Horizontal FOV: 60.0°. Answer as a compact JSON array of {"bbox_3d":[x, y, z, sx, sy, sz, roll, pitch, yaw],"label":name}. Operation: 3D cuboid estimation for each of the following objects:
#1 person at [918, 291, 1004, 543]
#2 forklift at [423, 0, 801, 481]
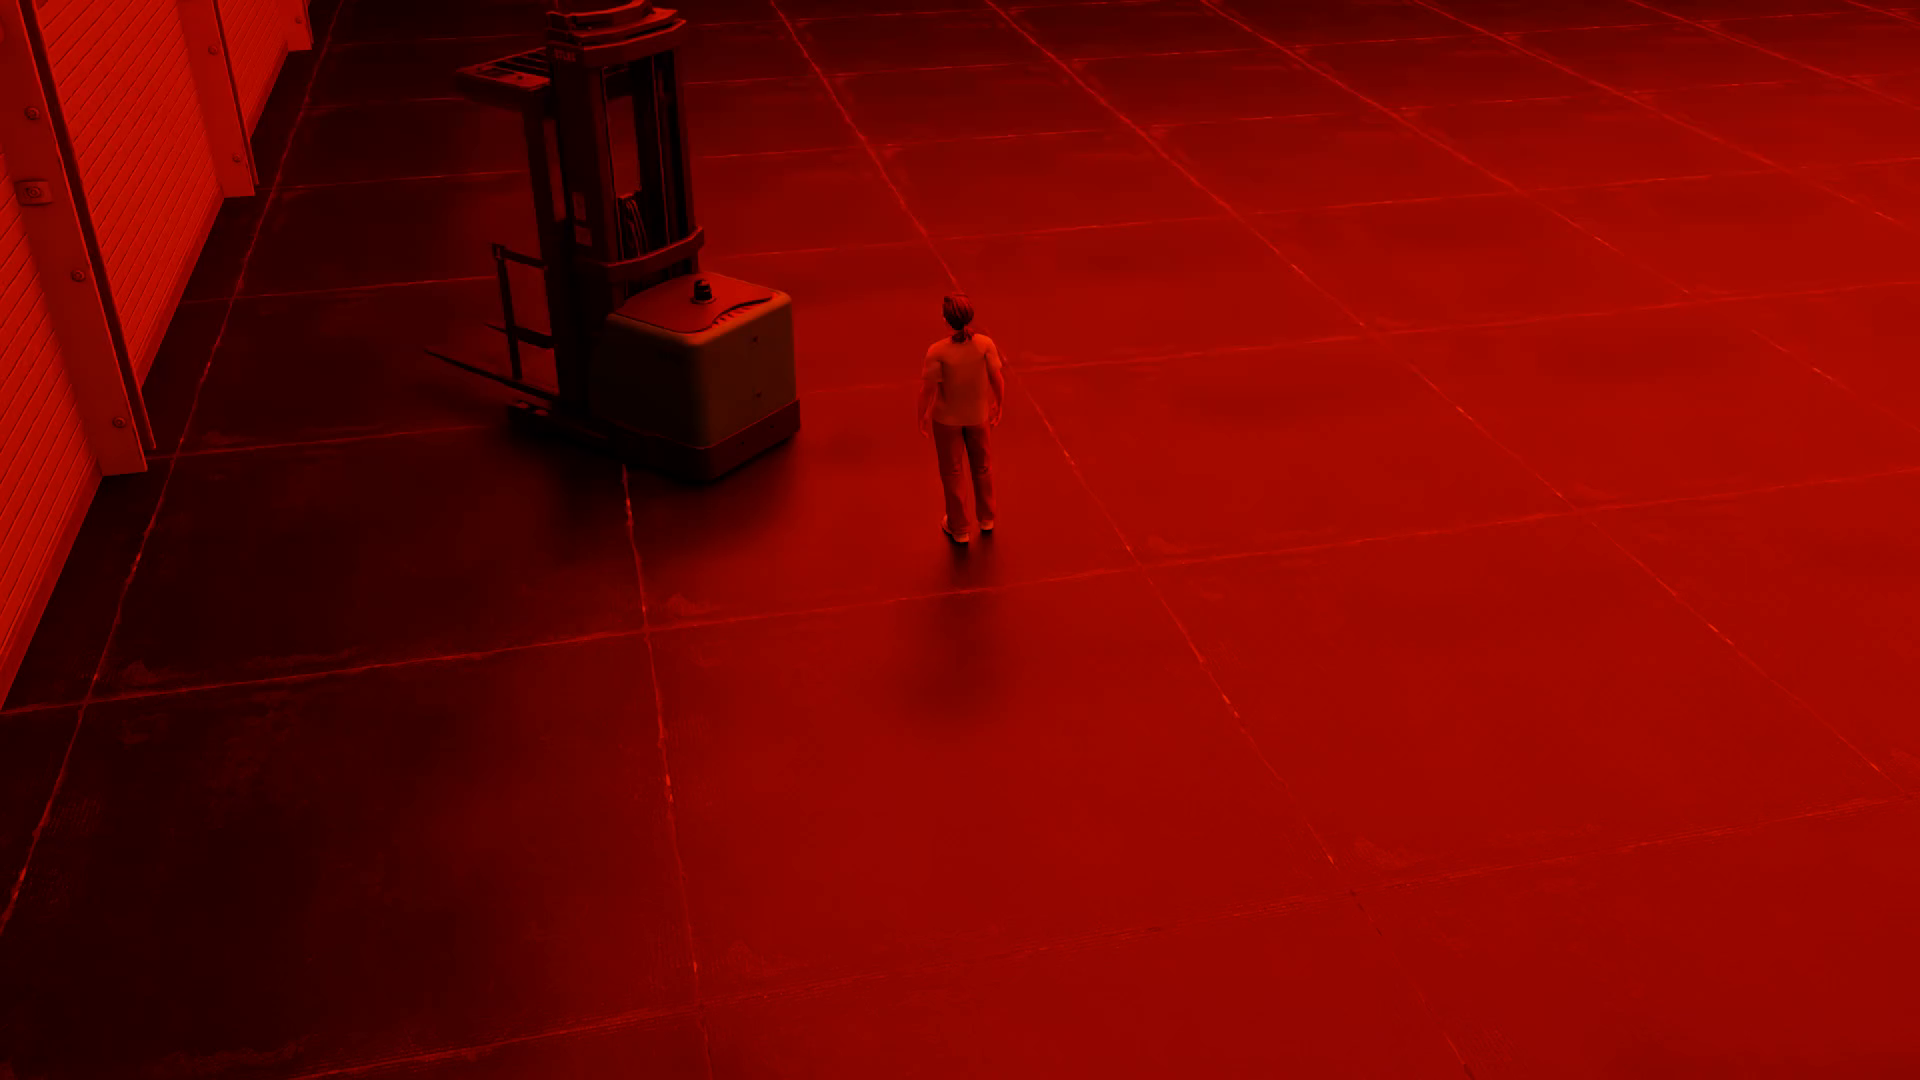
[{"bbox_3d":[-0.006,-0.768,10.140,0.554,1.676,0.549,-7,31,-12],"label":"person"},{"bbox_3d":[-2.624,-2.228,11.423,3.031,2.935,1.130,19,35,30],"label":"forklift"}]
